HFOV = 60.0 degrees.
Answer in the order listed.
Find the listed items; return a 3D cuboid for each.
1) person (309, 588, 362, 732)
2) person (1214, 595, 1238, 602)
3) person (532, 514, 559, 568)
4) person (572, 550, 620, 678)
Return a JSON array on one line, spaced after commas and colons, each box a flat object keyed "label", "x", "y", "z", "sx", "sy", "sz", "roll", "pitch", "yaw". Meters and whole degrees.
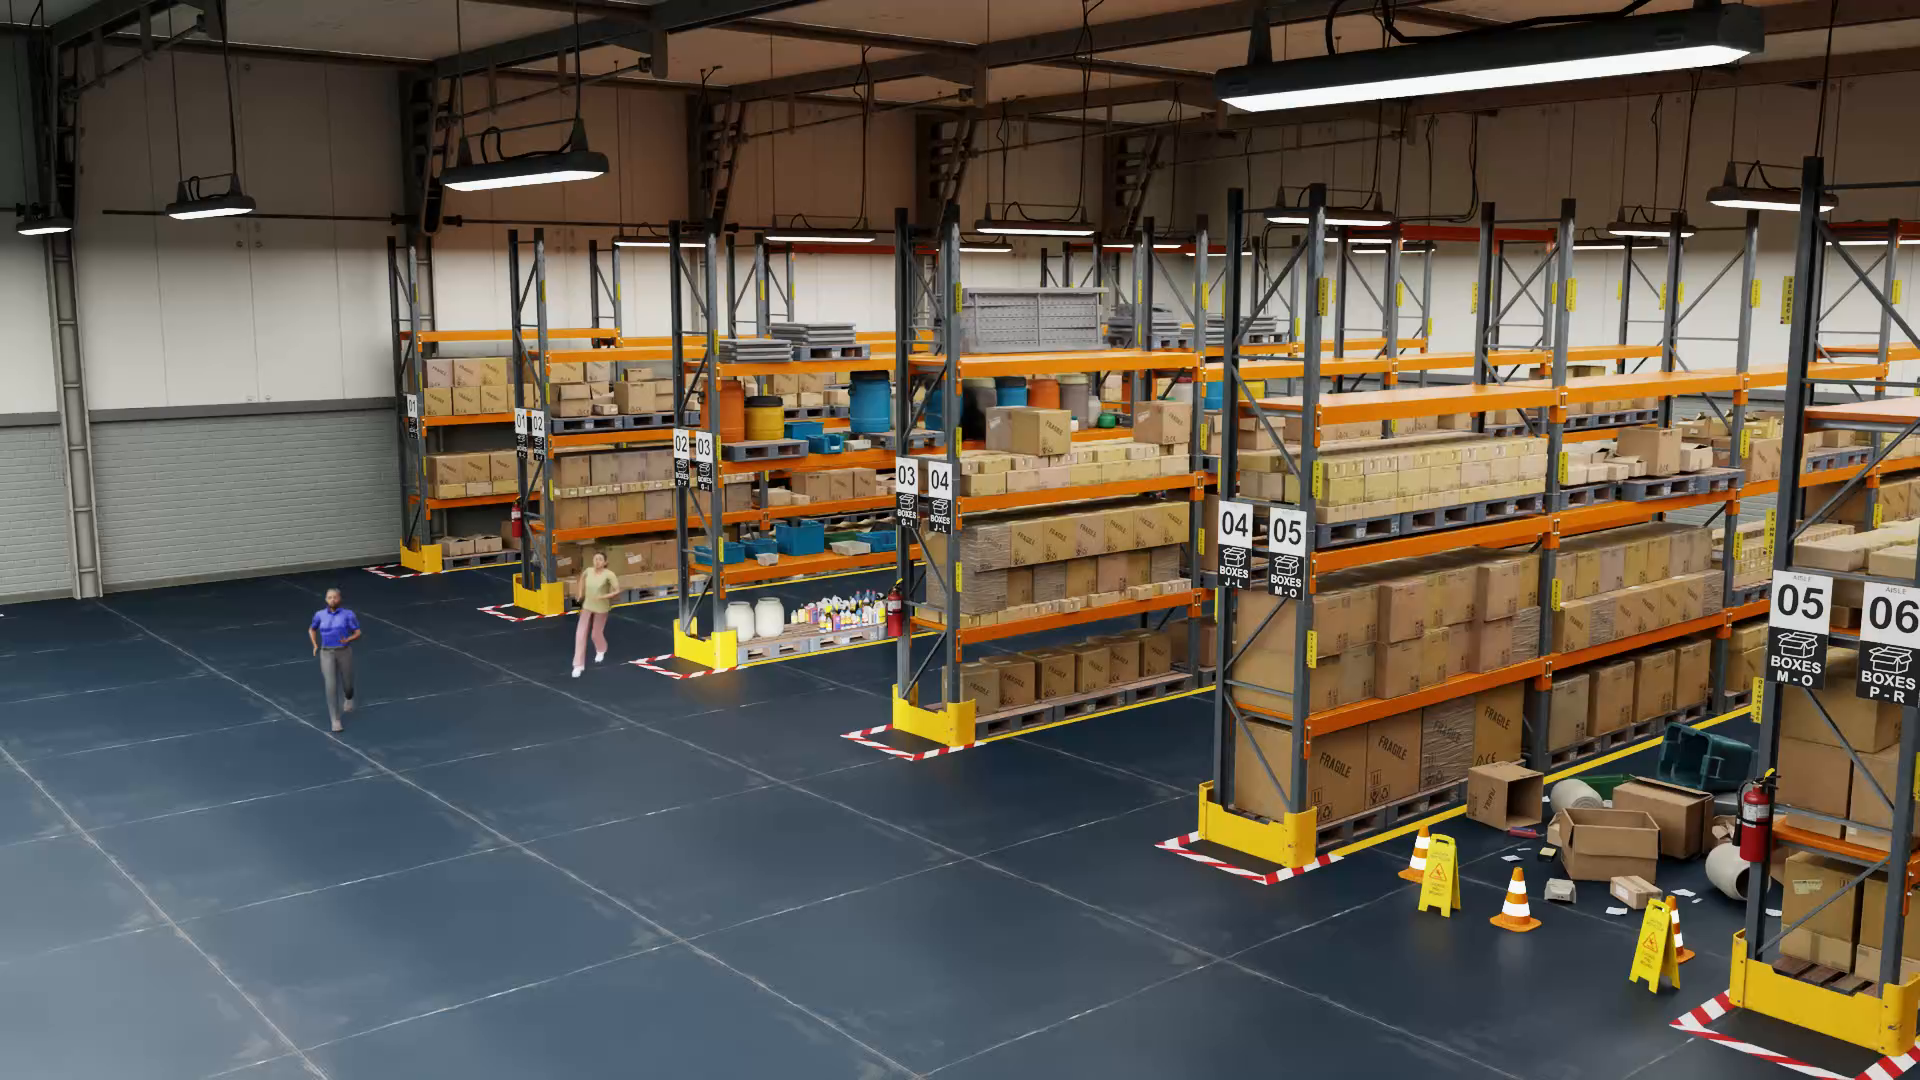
[{"label": "person", "x": -7.332, "y": 1.368, "z": 19.544, "sx": 0.588, "sy": 1.624, "sz": 0.831, "roll": -3, "pitch": 9, "yaw": -18}, {"label": "person", "x": 4.141, "y": 0.400, "z": 25.706, "sx": 0.548, "sy": 1.471, "sz": 0.852, "roll": 7, "pitch": 11, "yaw": 38}, {"label": "person", "x": -7.039, "y": 0.018, "z": 28.299, "sx": 0.522, "sy": 1.670, "sz": 0.597, "roll": -8, "pitch": 12, "yaw": -42}, {"label": "person", "x": -4.834, "y": 0.951, "z": 22.283, "sx": 0.609, "sy": 1.675, "sz": 0.898, "roll": 2, "pitch": 9, "yaw": 10}]
